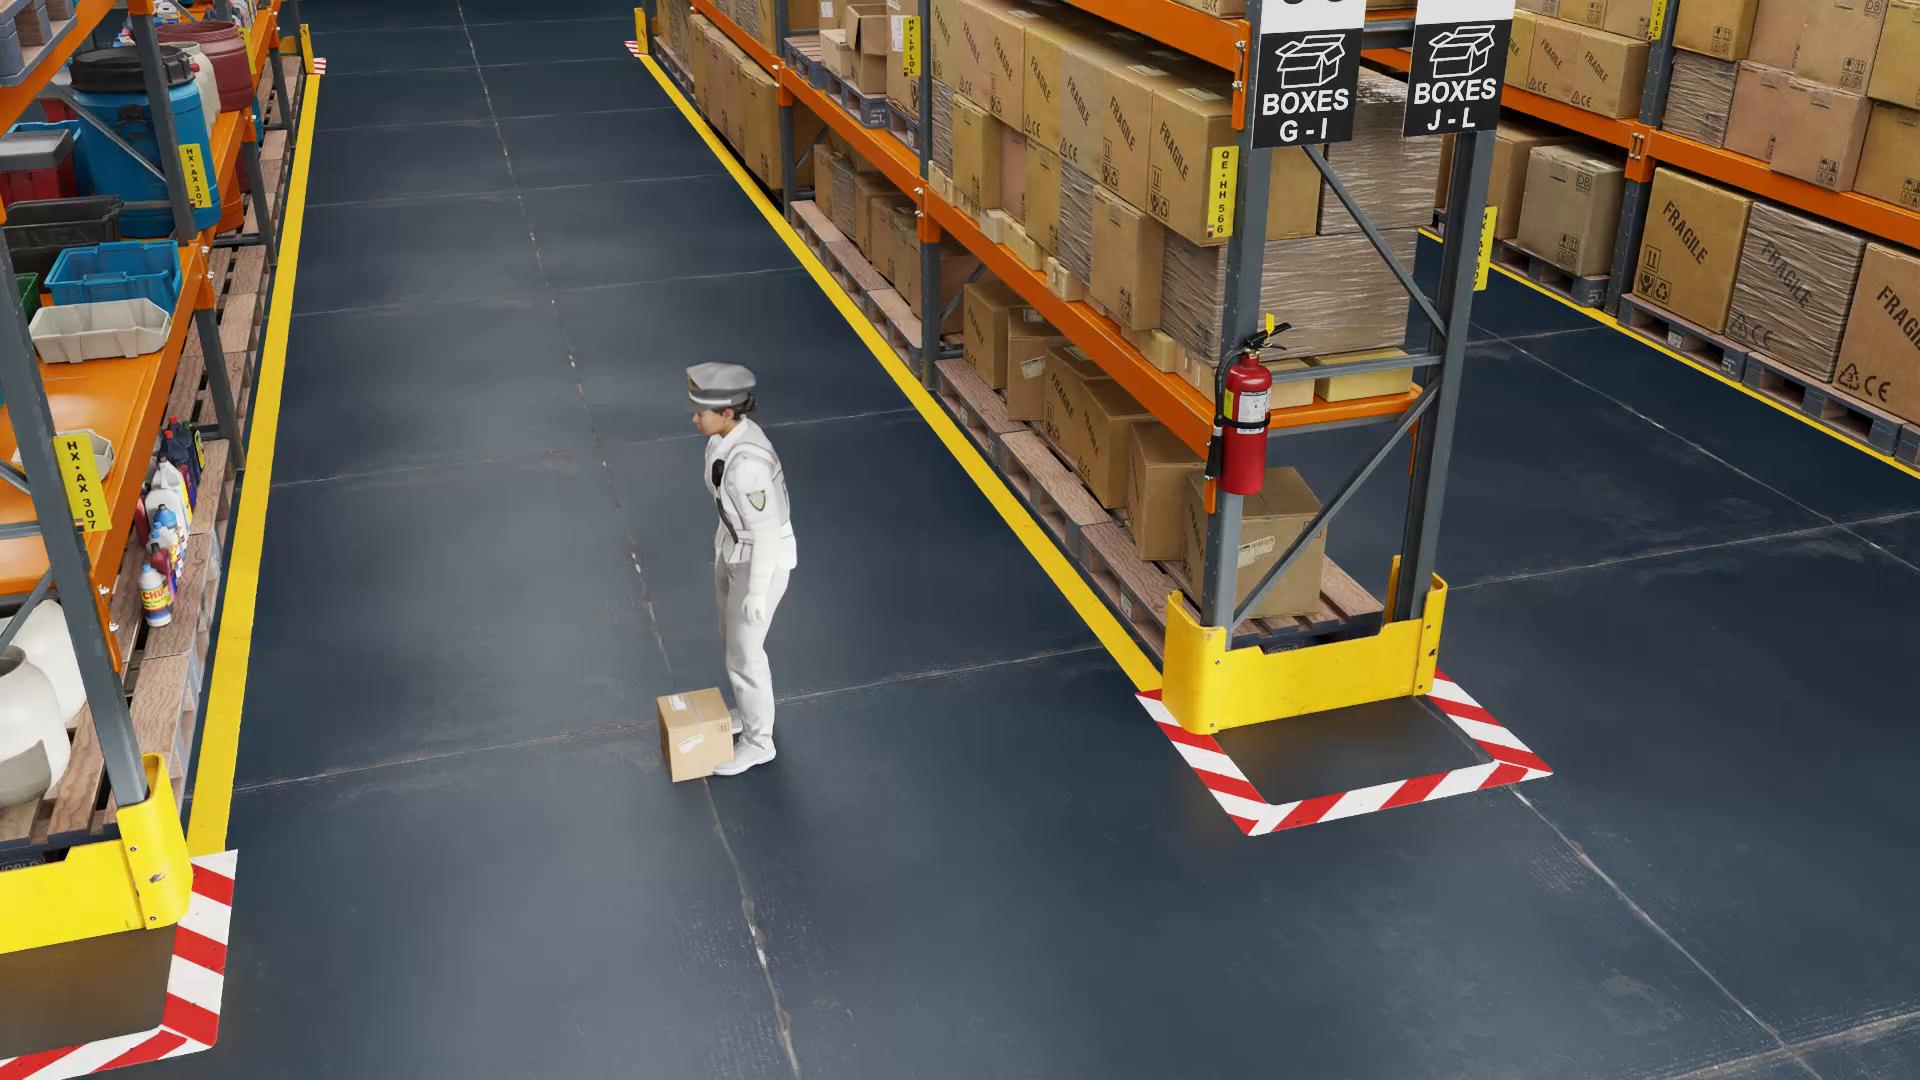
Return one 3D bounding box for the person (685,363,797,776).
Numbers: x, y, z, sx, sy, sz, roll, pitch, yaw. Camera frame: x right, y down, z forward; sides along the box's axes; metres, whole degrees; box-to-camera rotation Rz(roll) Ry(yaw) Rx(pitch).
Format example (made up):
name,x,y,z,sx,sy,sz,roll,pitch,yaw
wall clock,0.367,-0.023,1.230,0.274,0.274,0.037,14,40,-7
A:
name,x,y,z,sx,sy,sz,roll,pitch,yaw
person,-0.845,0.112,6.388,0.415,1.661,0.536,-10,28,-19
